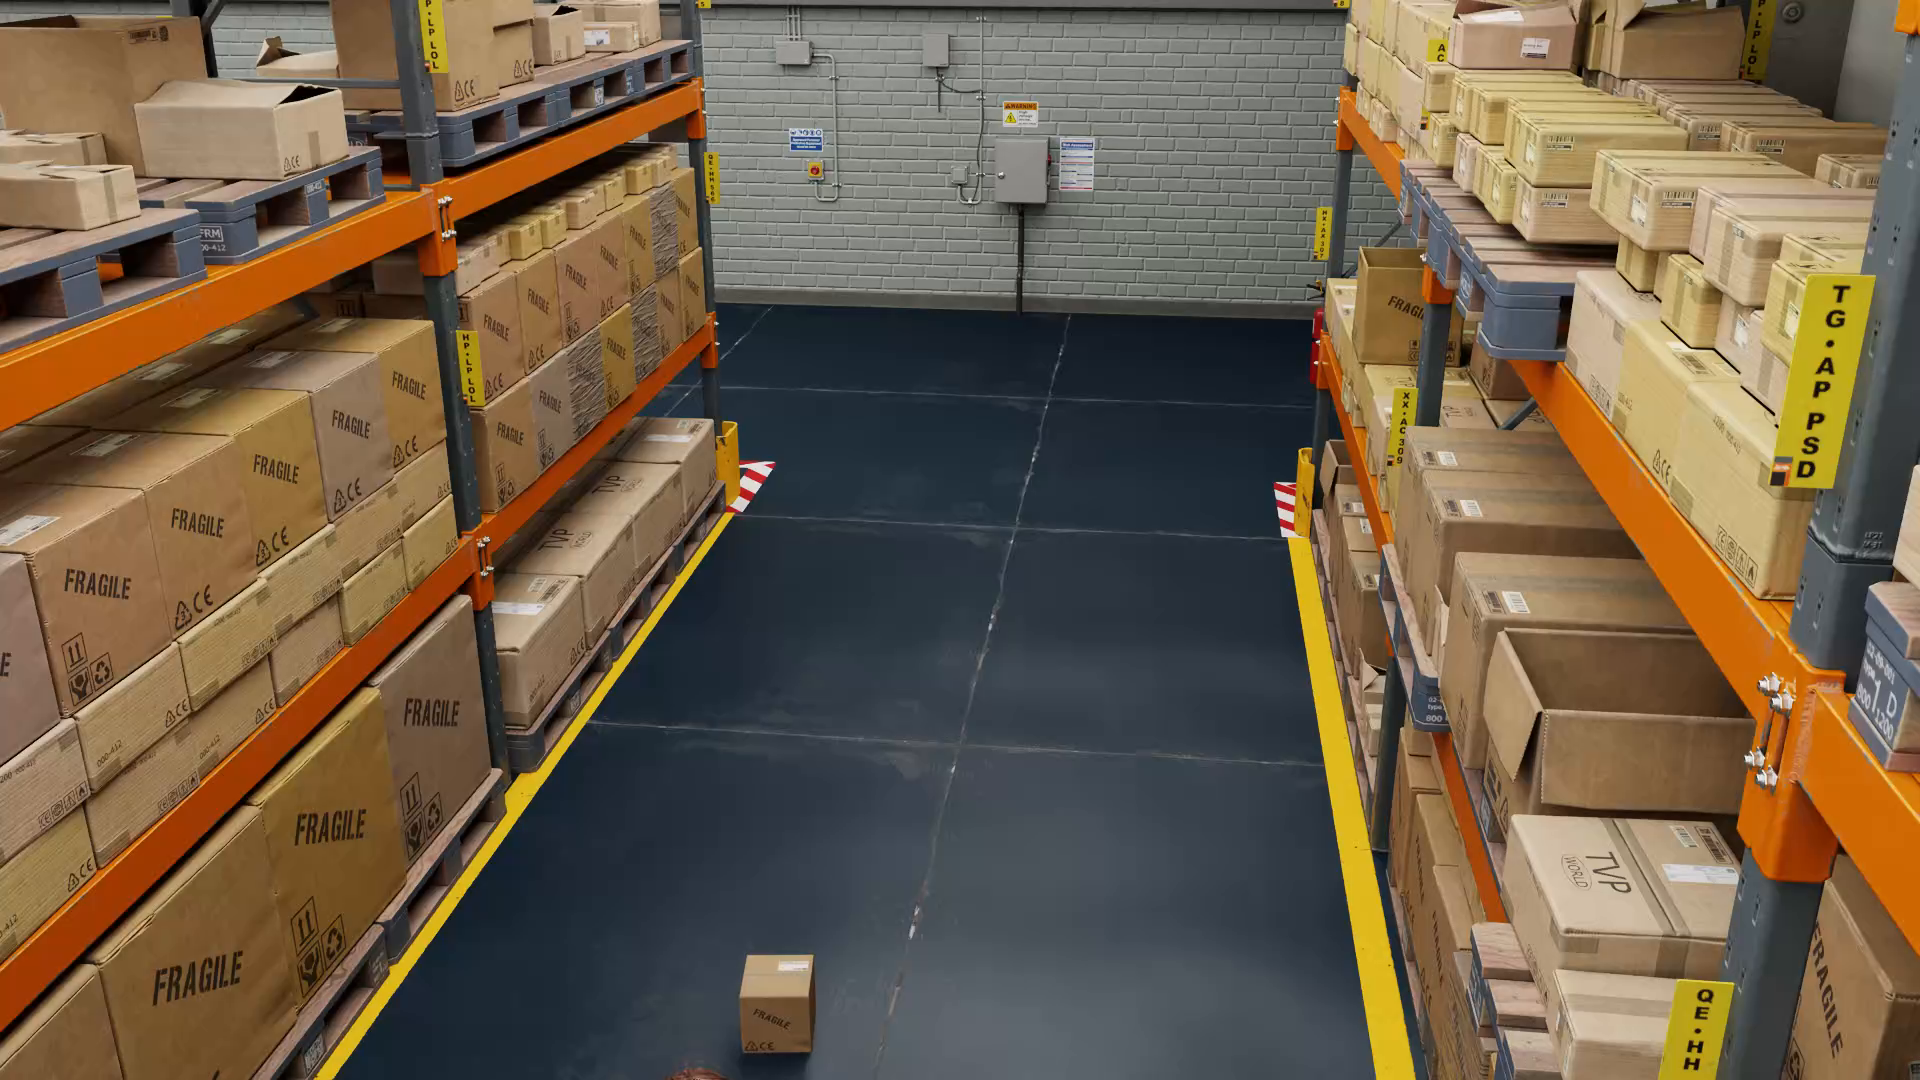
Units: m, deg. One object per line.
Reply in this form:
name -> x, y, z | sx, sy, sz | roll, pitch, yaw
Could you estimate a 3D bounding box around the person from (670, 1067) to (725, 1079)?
person -> -0.583, 1.892, 3.779 | 0.405, 1.540, 0.943 | 2, 22, 6
